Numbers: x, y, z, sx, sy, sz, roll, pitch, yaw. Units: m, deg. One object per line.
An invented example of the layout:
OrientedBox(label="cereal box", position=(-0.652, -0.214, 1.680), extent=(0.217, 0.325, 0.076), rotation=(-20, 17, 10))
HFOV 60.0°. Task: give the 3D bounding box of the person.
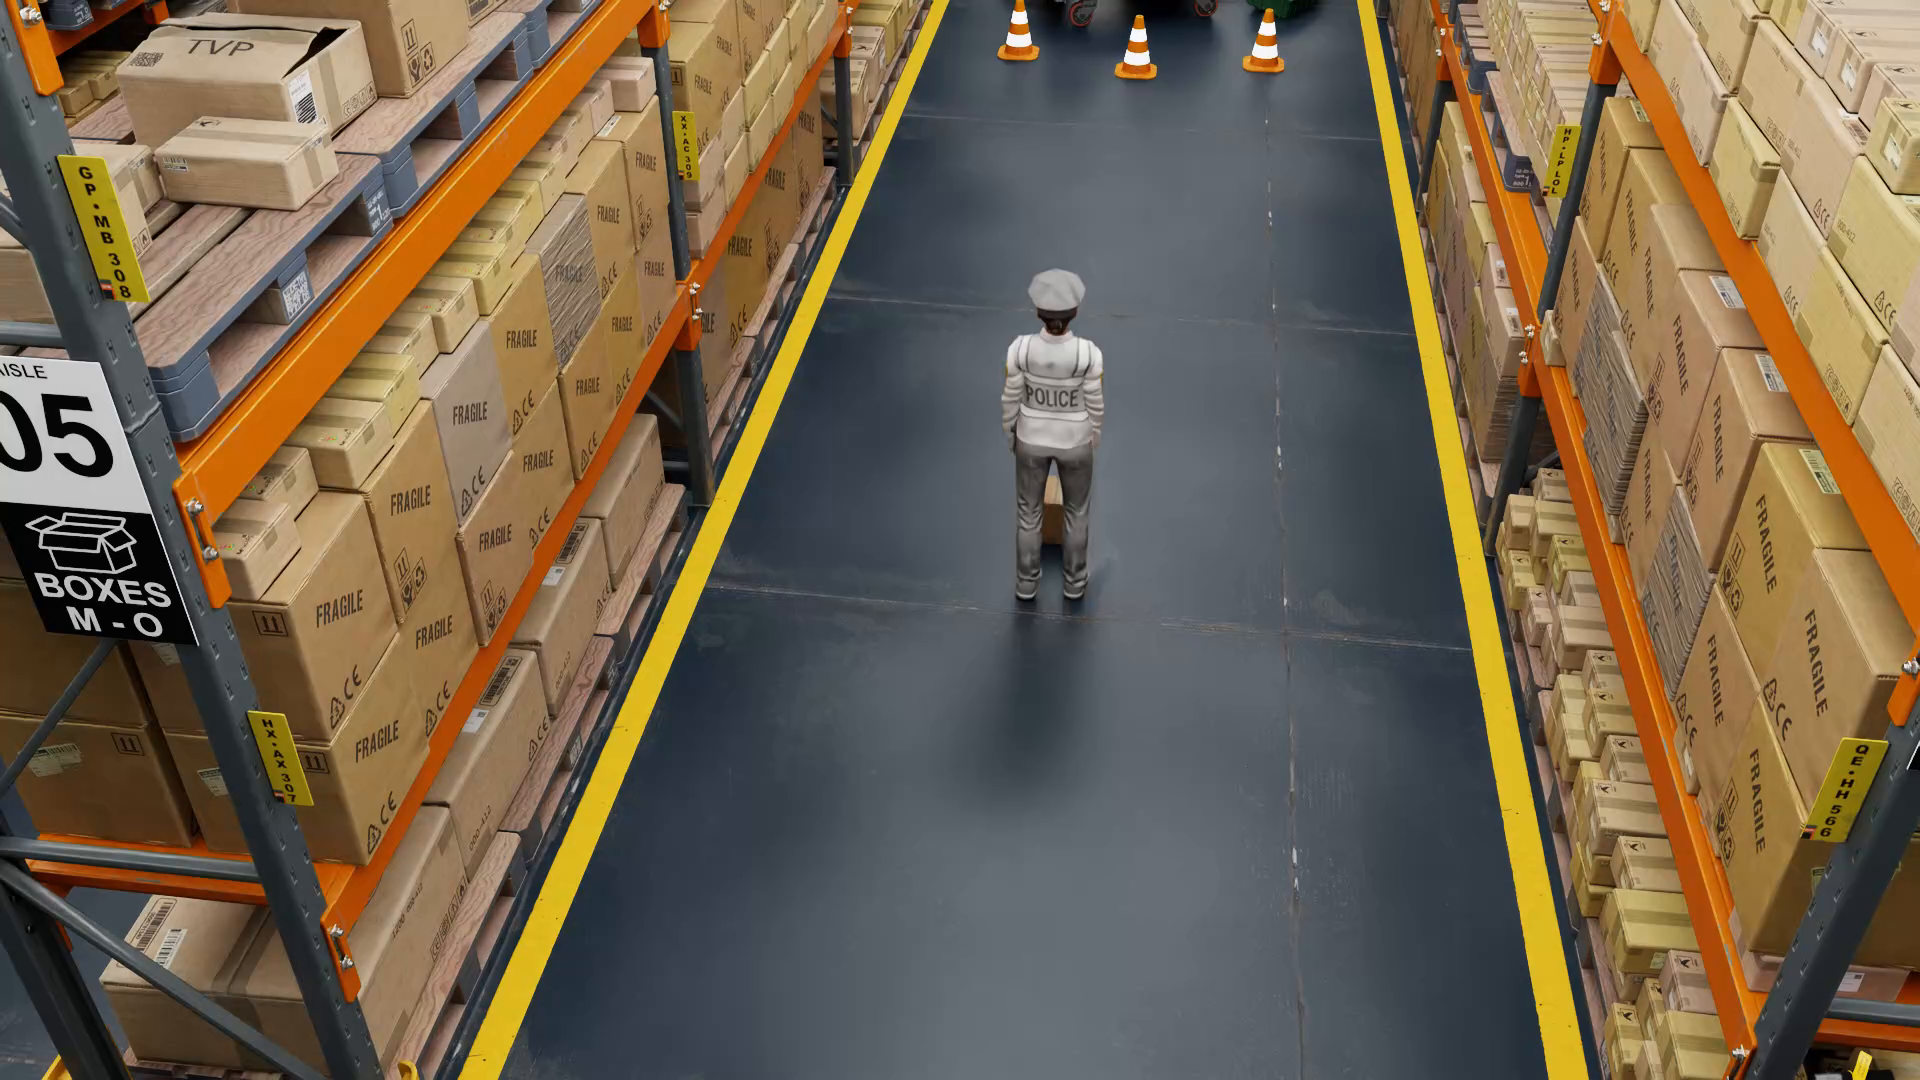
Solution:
OrientedBox(label="person", position=(0.422, -0.460, 7.652), extent=(0.469, 1.680, 0.332), rotation=(5, 37, 7))
